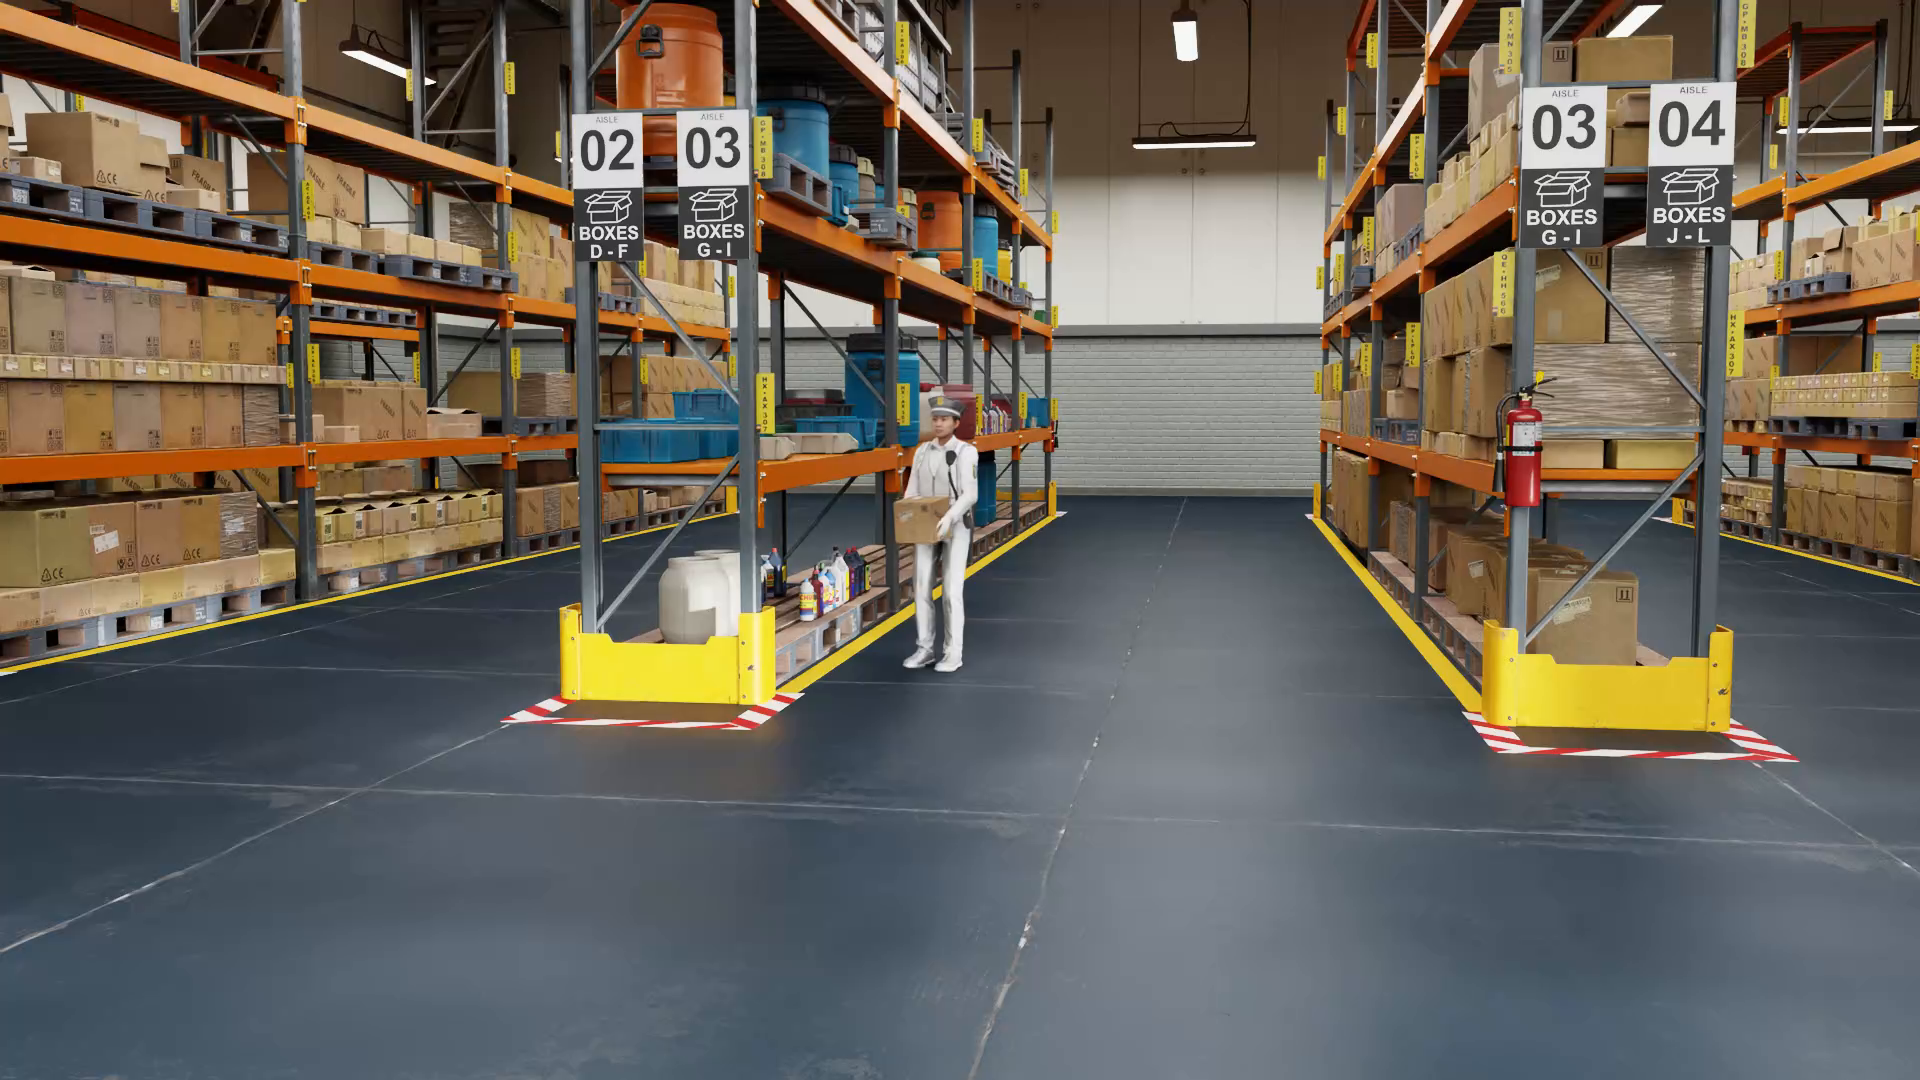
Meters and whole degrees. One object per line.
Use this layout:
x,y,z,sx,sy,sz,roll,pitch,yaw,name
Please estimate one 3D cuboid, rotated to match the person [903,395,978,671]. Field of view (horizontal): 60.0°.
-0.140,-0.046,10.276,0.489,1.692,0.489,2,5,27,person
